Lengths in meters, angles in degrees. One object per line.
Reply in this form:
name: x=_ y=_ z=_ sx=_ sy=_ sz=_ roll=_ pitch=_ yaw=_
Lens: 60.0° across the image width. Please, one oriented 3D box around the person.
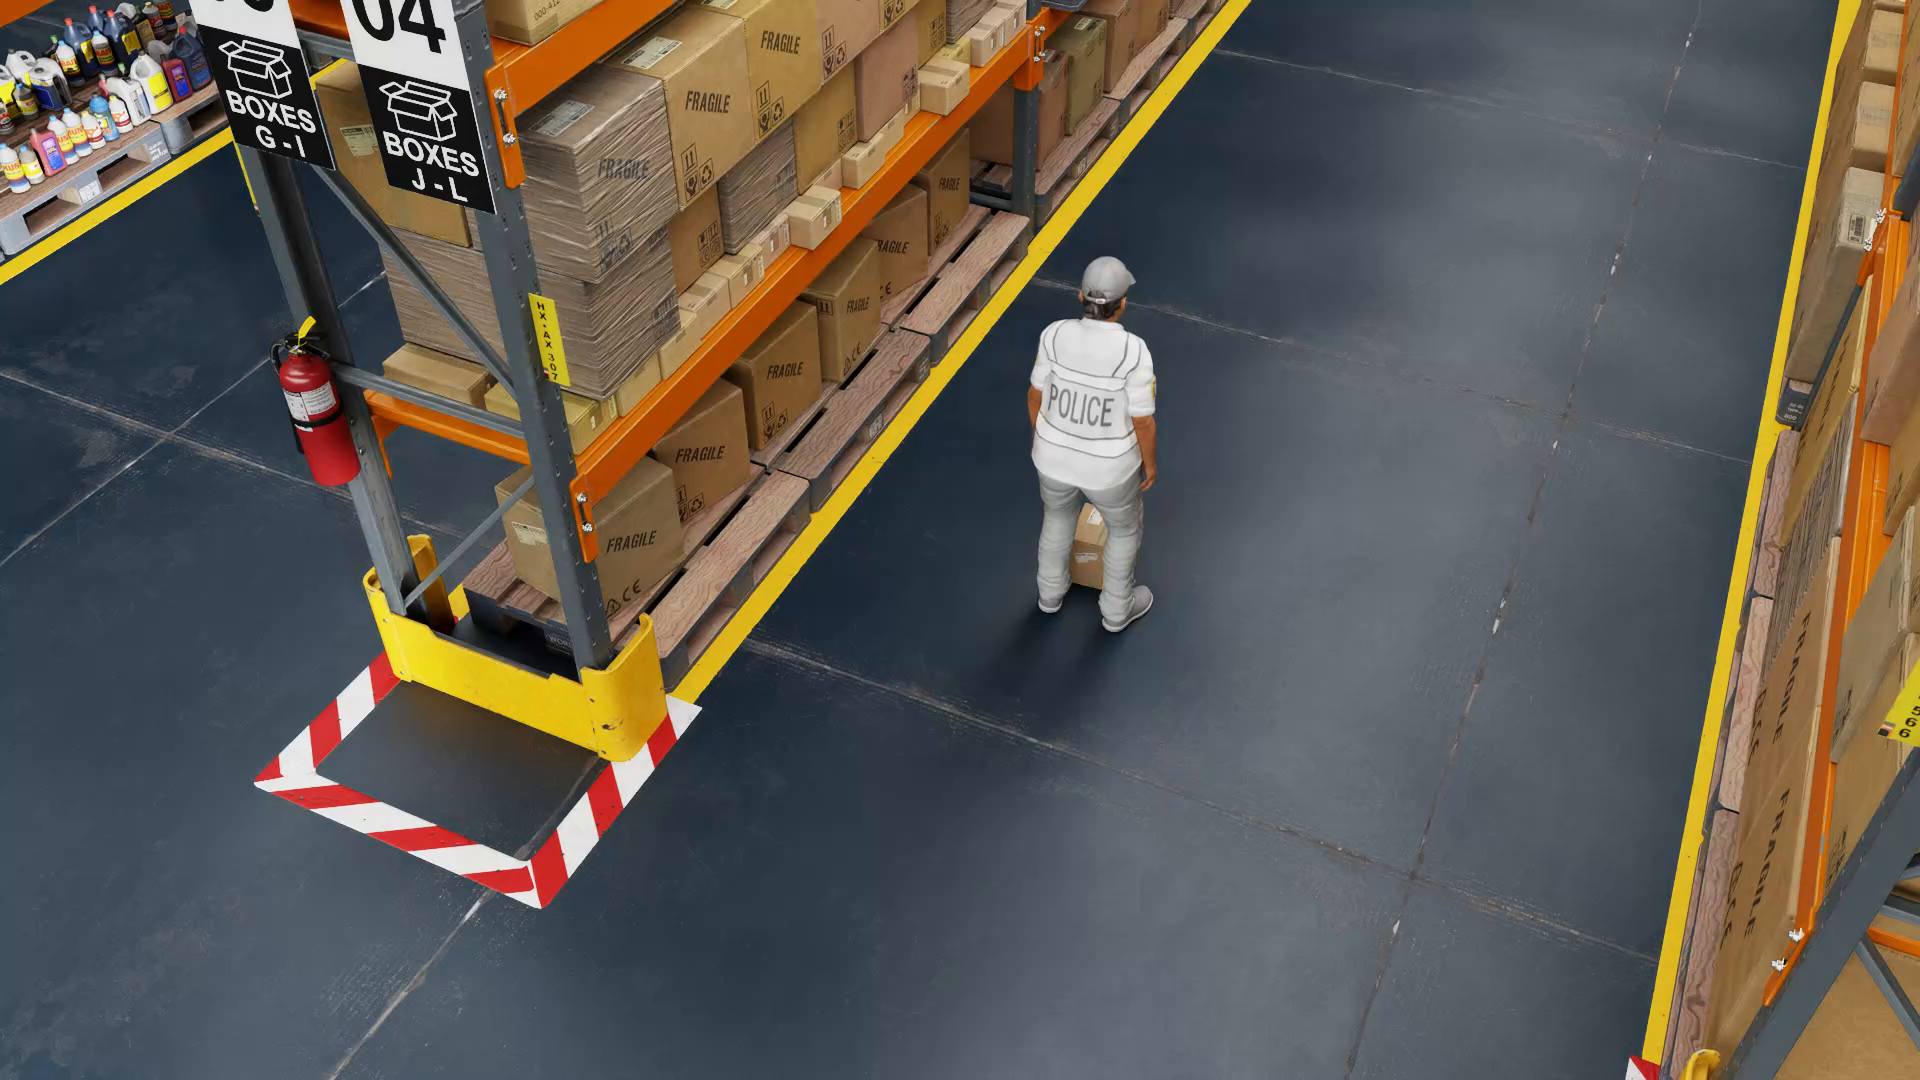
person: x=0.532 y=-0.349 z=6.540 sx=0.537 sy=1.665 sz=0.470 roll=18 pitch=45 yaw=18
